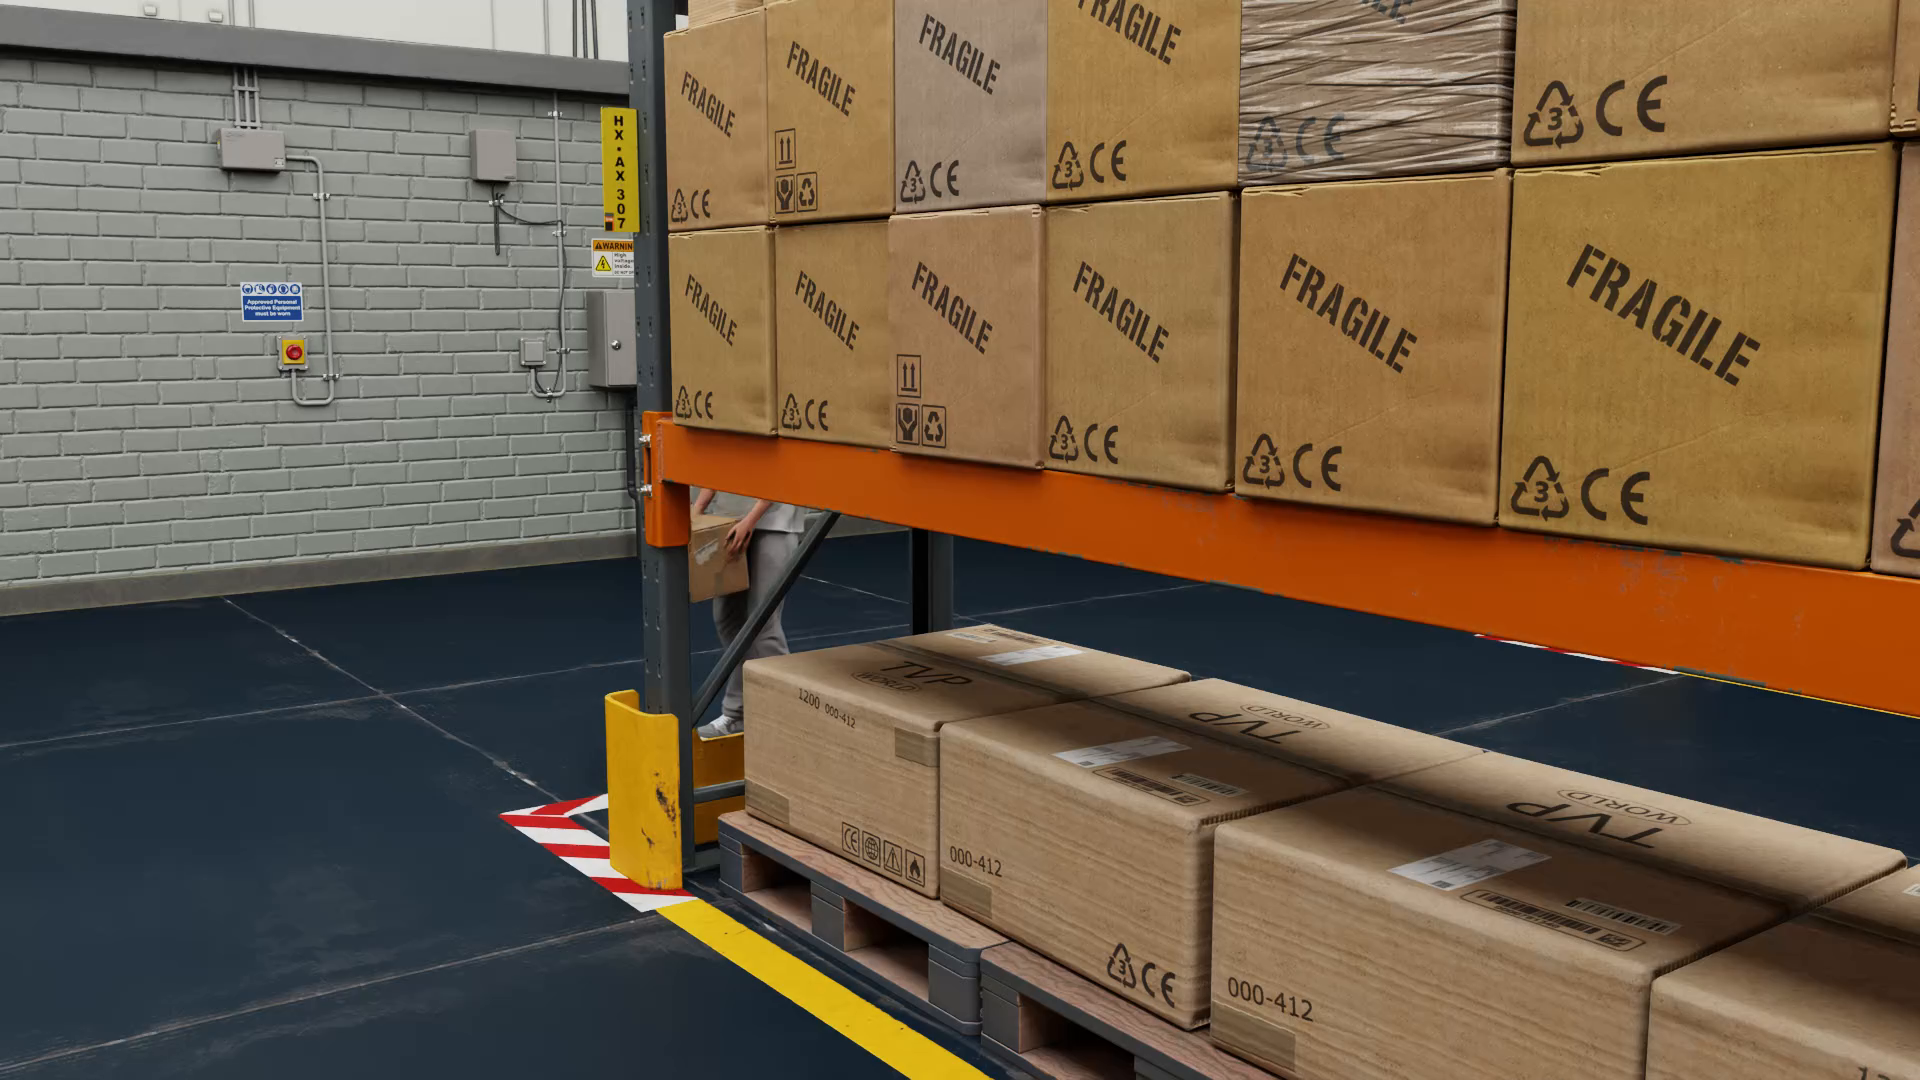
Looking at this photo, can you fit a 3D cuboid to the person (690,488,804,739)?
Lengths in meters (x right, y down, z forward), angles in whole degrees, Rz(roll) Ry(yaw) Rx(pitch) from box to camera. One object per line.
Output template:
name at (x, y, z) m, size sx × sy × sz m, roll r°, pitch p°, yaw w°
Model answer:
person at (-0.767, -0.028, 6.016) m, size 0.384 × 1.602 × 0.444 m, roll -8°, pitch 11°, yaw -43°
